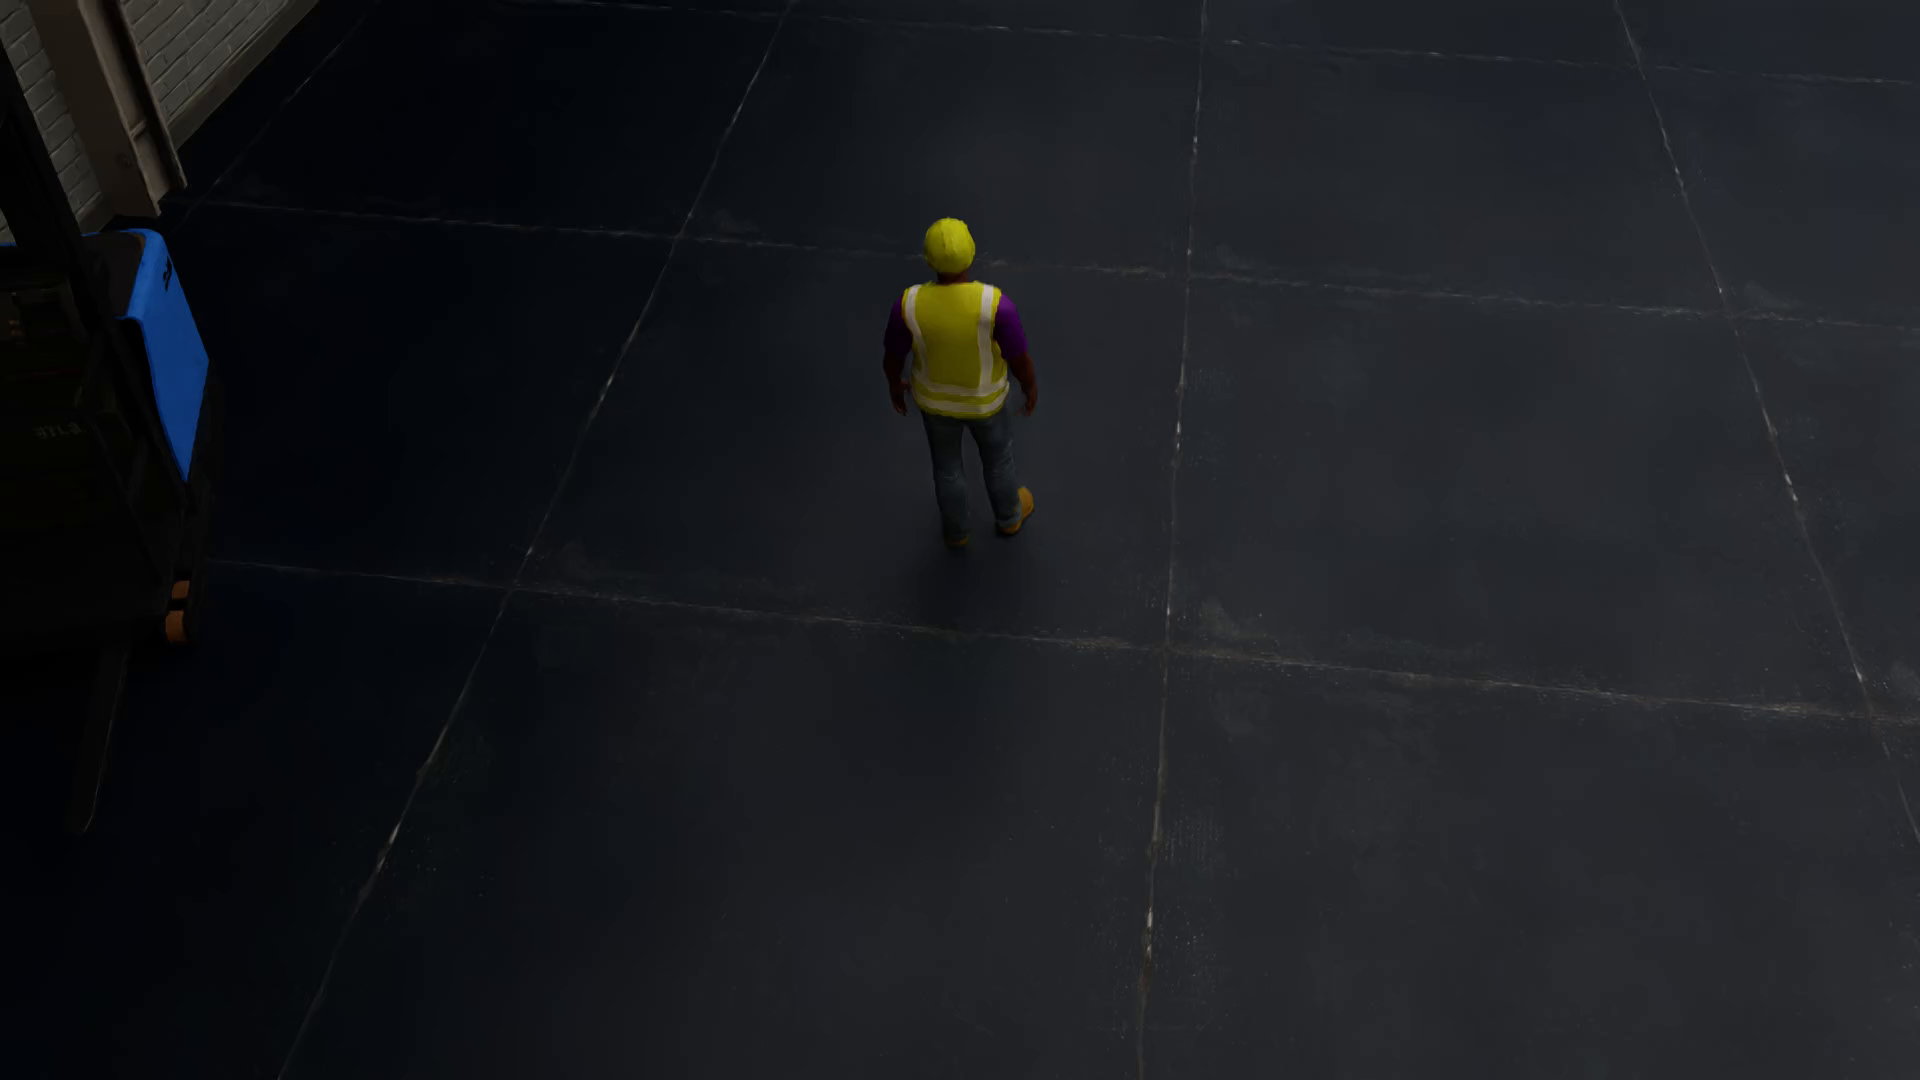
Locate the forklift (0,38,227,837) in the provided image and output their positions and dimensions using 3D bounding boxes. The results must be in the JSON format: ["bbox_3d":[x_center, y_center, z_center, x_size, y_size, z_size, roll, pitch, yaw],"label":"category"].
[{"bbox_3d":[-3.995,-0.747,6.538,1.130,2.935,3.031,-8,43,-9],"label":"forklift"}]

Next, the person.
[{"bbox_3d":[0.015,-0.702,7.339,0.665,1.766,0.576,5,43,6],"label":"person"}]
